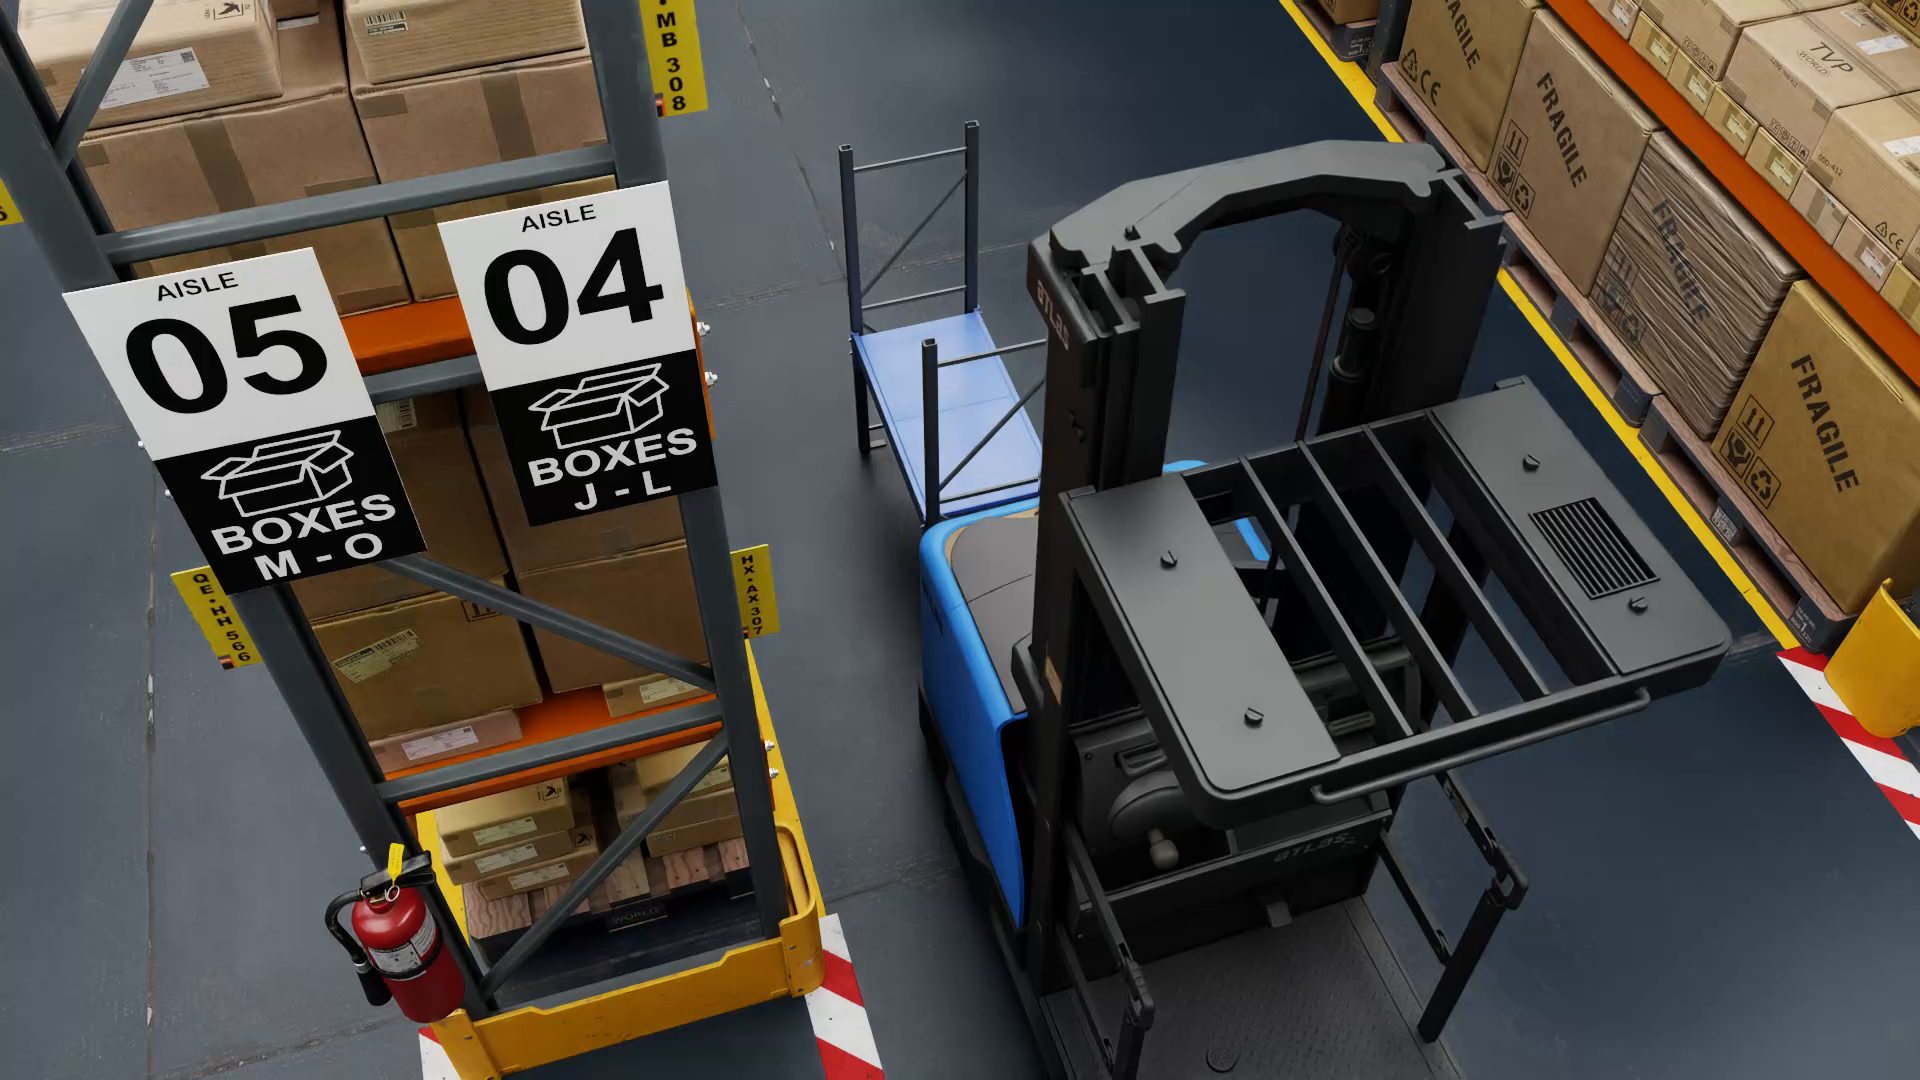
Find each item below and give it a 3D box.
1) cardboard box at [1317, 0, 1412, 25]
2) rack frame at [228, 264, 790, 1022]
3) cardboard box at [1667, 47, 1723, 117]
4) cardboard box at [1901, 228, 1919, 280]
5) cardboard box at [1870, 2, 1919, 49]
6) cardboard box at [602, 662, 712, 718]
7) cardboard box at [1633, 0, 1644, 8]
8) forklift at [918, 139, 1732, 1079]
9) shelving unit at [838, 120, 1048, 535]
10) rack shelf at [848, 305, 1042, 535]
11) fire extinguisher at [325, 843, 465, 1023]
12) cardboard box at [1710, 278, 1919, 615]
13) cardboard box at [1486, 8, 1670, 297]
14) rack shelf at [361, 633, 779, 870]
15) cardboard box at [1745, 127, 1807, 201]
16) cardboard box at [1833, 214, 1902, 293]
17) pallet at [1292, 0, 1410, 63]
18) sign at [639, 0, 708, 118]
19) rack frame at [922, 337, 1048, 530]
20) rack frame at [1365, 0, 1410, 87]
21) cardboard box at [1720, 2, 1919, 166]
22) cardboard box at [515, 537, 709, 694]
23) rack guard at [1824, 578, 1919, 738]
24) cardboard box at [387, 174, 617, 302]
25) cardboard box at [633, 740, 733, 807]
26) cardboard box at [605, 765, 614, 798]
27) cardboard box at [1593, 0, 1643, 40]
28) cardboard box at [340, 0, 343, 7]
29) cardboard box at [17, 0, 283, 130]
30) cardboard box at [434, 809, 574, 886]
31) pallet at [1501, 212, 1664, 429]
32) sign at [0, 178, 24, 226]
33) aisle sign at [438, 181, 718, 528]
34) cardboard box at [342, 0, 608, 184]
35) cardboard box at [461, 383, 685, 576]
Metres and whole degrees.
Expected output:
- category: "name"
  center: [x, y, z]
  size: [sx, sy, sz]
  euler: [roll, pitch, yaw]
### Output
- category: "cardboard box"
  center: [2.373, -3.355, 8.521]
  size: [1.225, 0.875, 0.875]
  euler: [-13, 51, -11]
- category: "rack frame"
  center: [-1.004, 0.528, 4.133]
  size: [1.000, 3.000, 0.127]
  euler: [-13, 51, -11]
- category: "cardboard box"
  center: [2.893, -1.741, 6.210]
  size: [0.380, 0.149, 0.250]
  euler: [-12, 51, -10]
- category: "cardboard box"
  center: [3.368, -0.861, 5.207]
  size: [0.500, 0.250, 0.500]
  euler: [-14, 51, -12]
- category: "cardboard box"
  center: [3.575, -1.725, 5.935]
  size: [0.500, 0.250, 0.500]
  euler: [-15, 51, -12]
- category: "cardboard box"
  center: [-0.786, 0.298, 4.491]
  size: [0.380, 0.149, 0.250]
  euler: [-14, 51, -11]
- category: "cardboard box"
  center: [2.771, -2.345, 6.458]
  size: [0.500, 0.250, 0.500]
  euler: [-12, 51, -10]
- category: "forklift"
  center: [0.808, 0.658, 4.068]
  size: [1.130, 2.935, 3.031]
  euler: [-14, 51, -12]
- category: "shelving unit"
  center: [-0.025, -0.546, 6.019]
  size: [0.538, 1.500, 1.048]
  euler: [-13, 51, -11]
- category: "rack shelf"
  center: [-0.025, -0.430, 6.156]
  size: [0.538, 0.185, 1.000]
  euler: [-13, 51, -11]
- category: "fire extinguisher"
  center: [-1.370, 0.961, 4.062]
  size: [0.296, 0.674, 0.183]
  euler: [-13, 51, -11]
- category: "cardboard box"
  center: [3.499, -0.420, 6.047]
  size: [0.875, 0.875, 0.875]
  euler: [-13, 51, -11]
- category: "cardboard box"
  center: [2.966, -1.734, 7.155]
  size: [0.875, 0.875, 0.875]
  euler: [-13, 51, -11]
- category: "rack shelf"
  center: [-1.595, -0.701, 5.639]
  size: [1.077, 0.370, 4.000]
  euler: [-13, 51, -11]
- category: "cardboard box"
  center: [3.041, -1.370, 5.897]
  size: [0.380, 0.149, 0.250]
  euler: [-14, 51, -12]
- category: "cardboard box"
  center: [3.193, -0.998, 5.584]
  size: [0.380, 0.149, 0.250]
  euler: [-13, 51, -11]
- category: "pallet"
  center: [2.281, -3.089, 9.006]
  size: [1.003, 0.211, 1.213]
  euler: [-13, 51, -11]
- category: "sign"
  center: [-0.485, -0.843, 2.755]
  size: [0.100, 0.325, 0.005]
  euler: [-13, 51, -11]
- category: "rack frame"
  center: [0.125, -0.174, 5.706]
  size: [0.500, 1.500, 0.032]
  euler: [-13, 51, -11]
- category: "rack frame"
  center: [2.582, -3.441, 7.479]
  size: [1.000, 3.000, 0.127]
  euler: [-13, 51, -11]
- category: "cardboard box"
  center: [3.067, -1.604, 5.833]
  size: [0.500, 0.250, 0.500]
  euler: [-15, 51, -12]
- category: "cardboard box"
  center: [-0.872, 0.009, 4.310]
  size: [0.500, 0.500, 0.500]
  euler: [-11, 51, -9]
- category: "rack guard"
  center: [3.772, 0.303, 5.957]
  size: [1.175, 0.500, 0.348]
  euler: [-13, 51, -11]
- category: "cardboard box"
  center: [-0.892, -0.776, 3.368]
  size: [0.500, 0.250, 0.500]
  euler: [-12, 51, -10]
- category: "cardboard box"
  center: [-0.834, 0.660, 5.222]
  size: [0.380, 0.149, 0.250]
  euler: [-15, 52, -13]
- category: "cardboard box"
  center: [-1.008, 0.684, 5.591]
  size: [0.380, 0.149, 0.250]
  euler: [-13, 51, -11]
- category: "cardboard box"
  center: [2.735, -2.122, 6.531]
  size: [0.380, 0.149, 0.250]
  euler: [-13, 51, -11]
- category: "cardboard box"
  center: [-1.535, -1.204, 3.402]
  size: [0.500, 0.250, 0.500]
  euler: [-15, 51, -12]
- category: "cardboard box"
  center: [-1.383, -0.857, 2.848]
  size: [0.380, 0.149, 0.250]
  euler: [-14, 51, -11]
- category: "cardboard box"
  center: [-1.432, 0.895, 5.219]
  size: [0.380, 0.149, 0.250]
  euler: [-15, 51, -12]
- category: "pallet"
  center: [3.096, -1.077, 7.309]
  size: [1.003, 0.211, 1.213]
  euler: [-13, 51, -11]
- category: "sign"
  center: [-1.540, -0.613, 2.554]
  size: [0.100, 0.325, 0.005]
  euler: [-13, 51, -11]
- category: "aisle sign"
  center: [-0.695, -0.325, 3.151]
  size: [0.394, 0.787, 0.004]
  euler: [-13, 51, -11]
- category: "cardboard box"
  center: [-0.888, -0.938, 3.178]
  size: [0.500, 0.250, 0.500]
  euler: [-13, 51, -10]
- category: "cardboard box"
  center: [-0.883, -0.310, 3.926]
  size: [0.500, 0.500, 0.500]
  euler: [-14, 51, -11]
